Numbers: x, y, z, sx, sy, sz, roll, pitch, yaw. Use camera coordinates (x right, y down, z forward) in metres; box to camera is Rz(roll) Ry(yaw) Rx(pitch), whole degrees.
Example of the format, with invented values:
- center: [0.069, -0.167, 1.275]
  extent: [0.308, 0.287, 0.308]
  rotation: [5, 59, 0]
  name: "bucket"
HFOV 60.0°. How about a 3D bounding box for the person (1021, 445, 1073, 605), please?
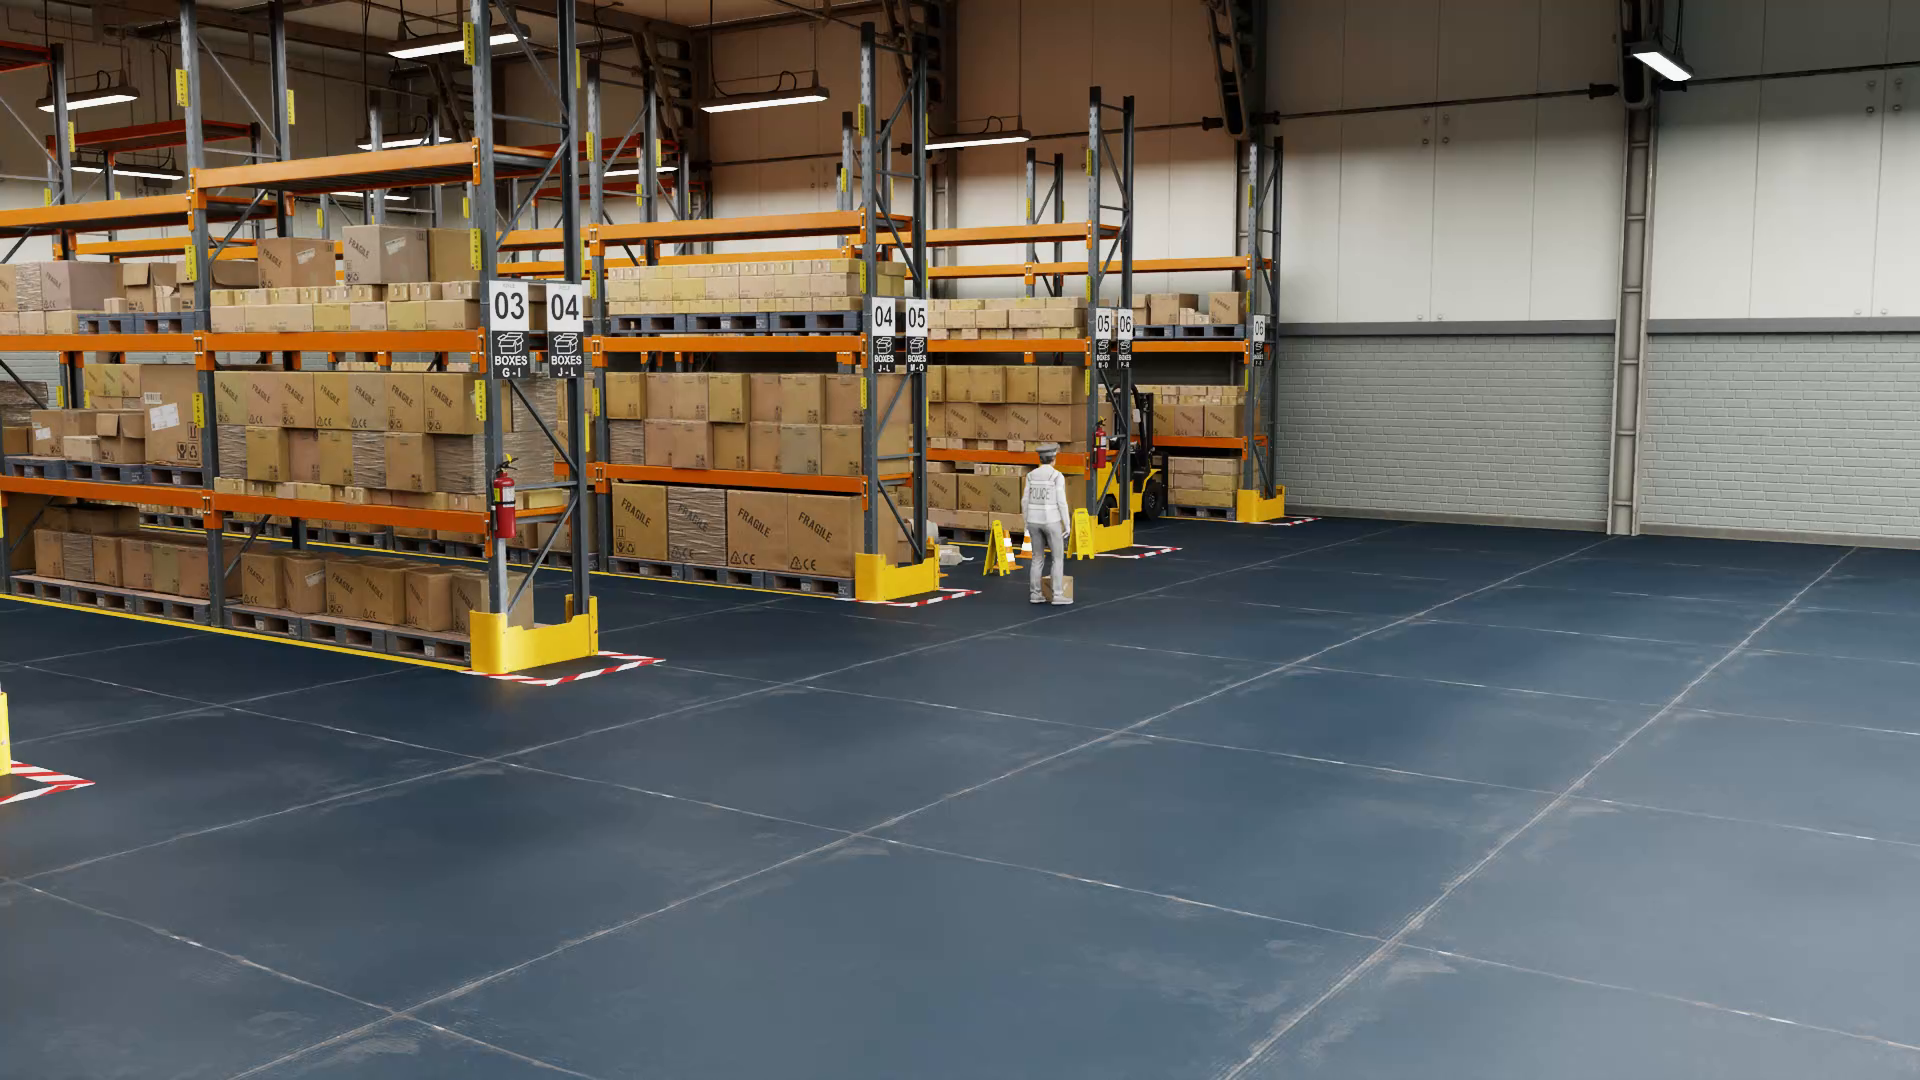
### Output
- center: [0.901, -0.161, 17.420]
  extent: [0.540, 1.664, 0.375]
  rotation: [4, 8, 32]
  name: "person"
